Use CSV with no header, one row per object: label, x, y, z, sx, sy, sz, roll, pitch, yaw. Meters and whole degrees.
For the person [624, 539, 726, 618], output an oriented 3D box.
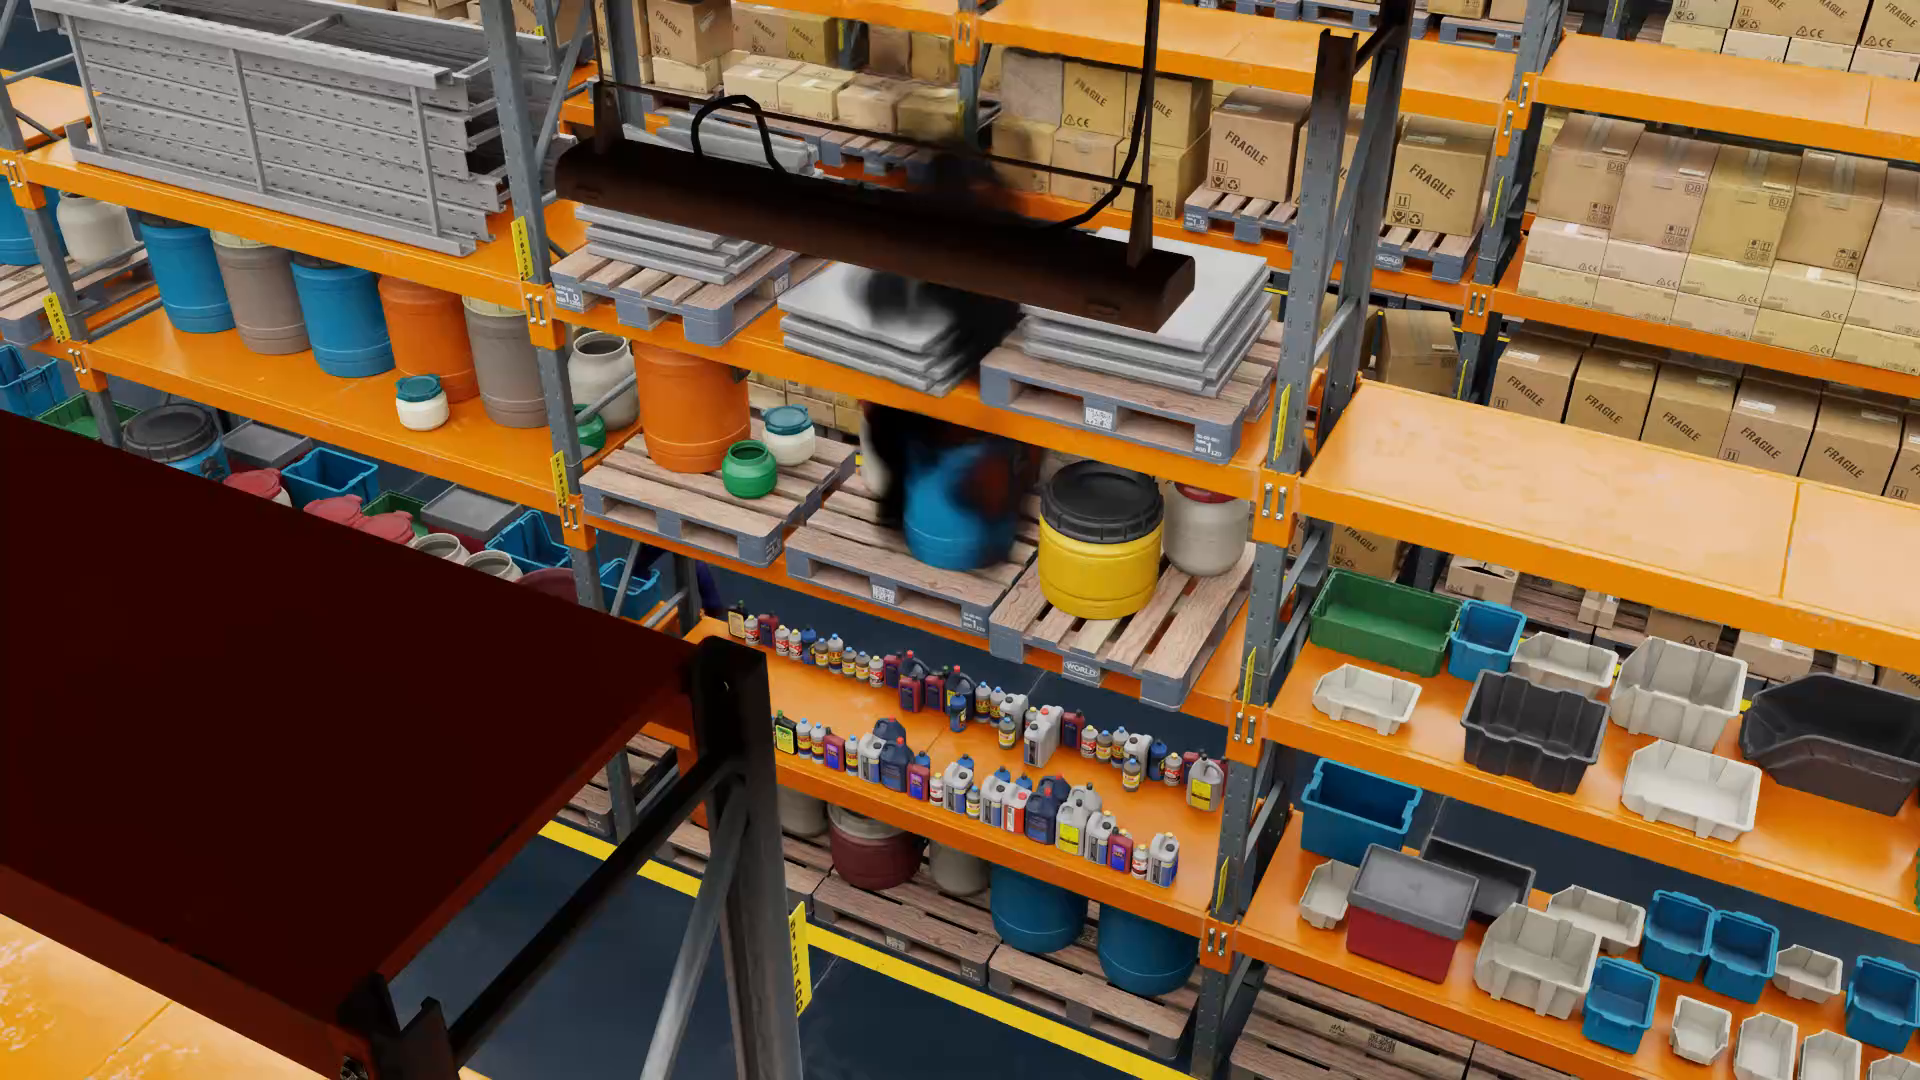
person,-2.162,-0.062,12.098,0.800,1.698,0.550,13,37,18
